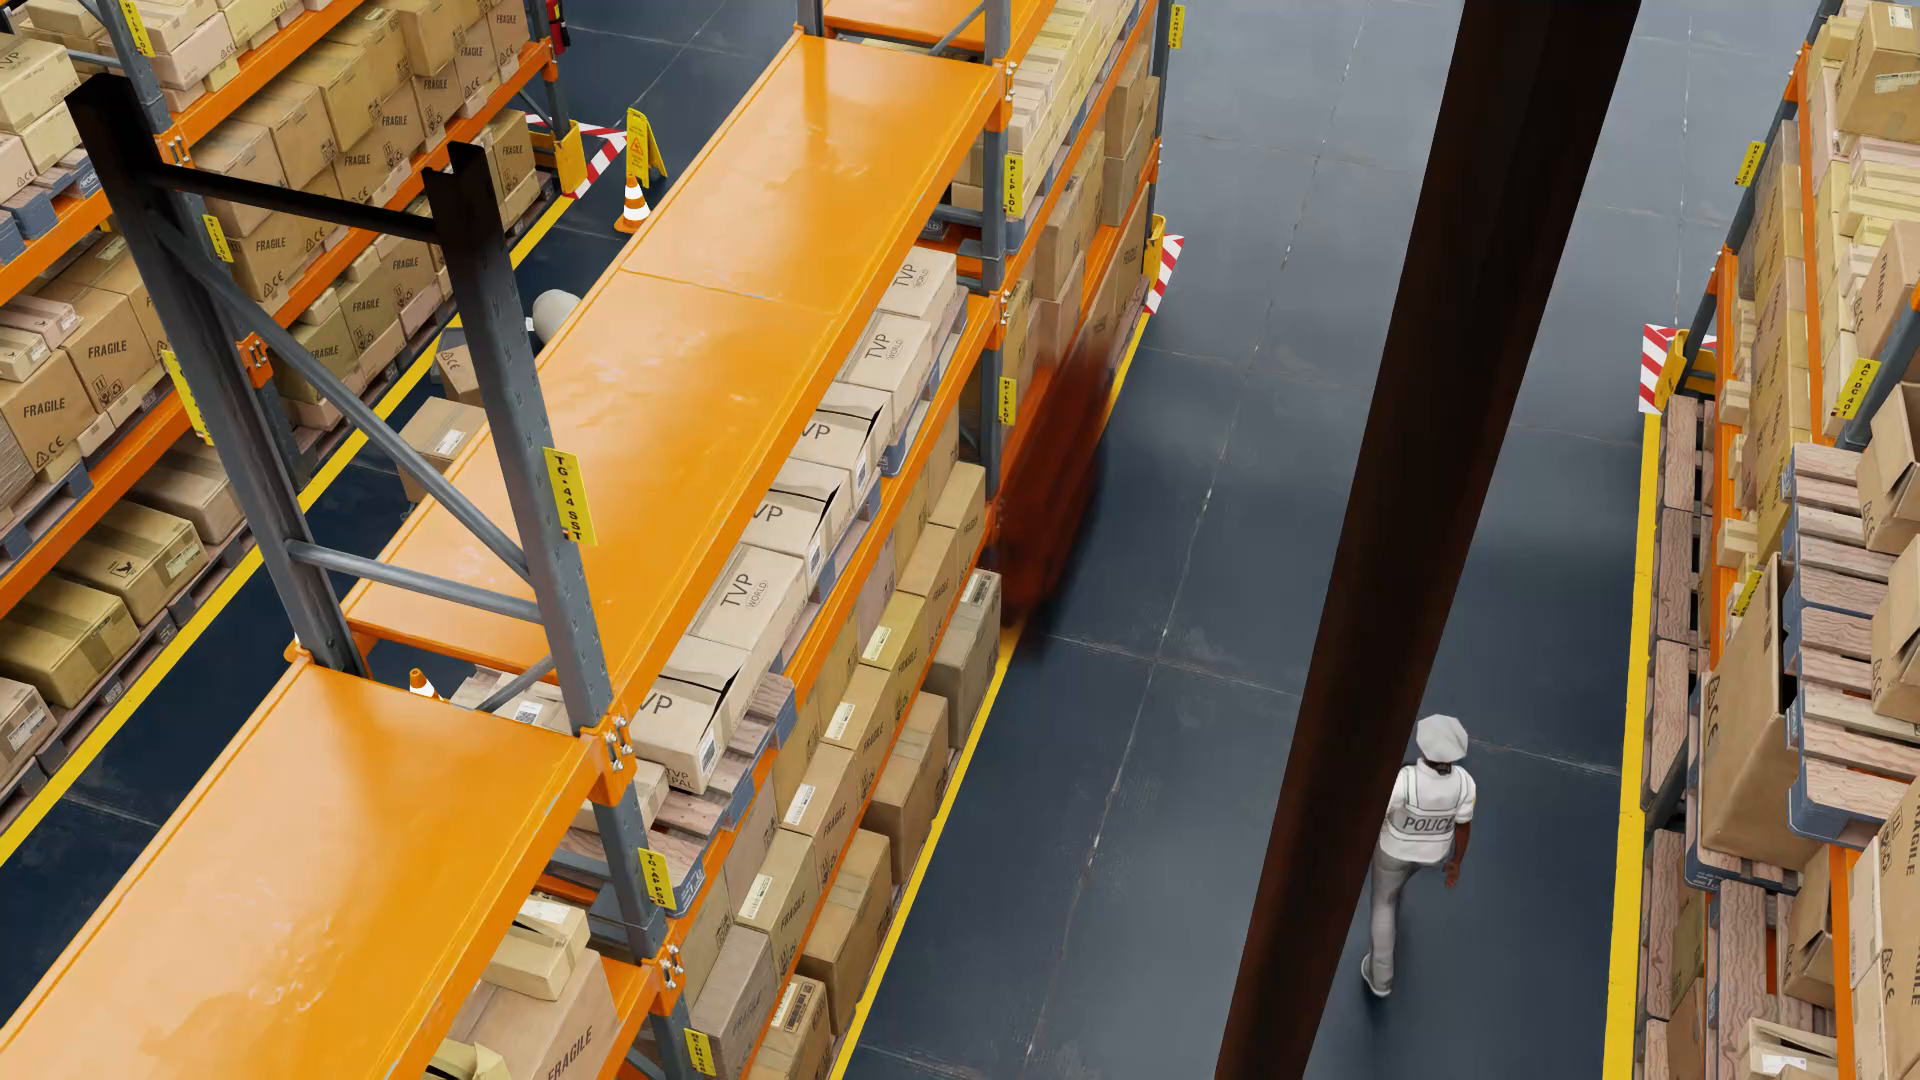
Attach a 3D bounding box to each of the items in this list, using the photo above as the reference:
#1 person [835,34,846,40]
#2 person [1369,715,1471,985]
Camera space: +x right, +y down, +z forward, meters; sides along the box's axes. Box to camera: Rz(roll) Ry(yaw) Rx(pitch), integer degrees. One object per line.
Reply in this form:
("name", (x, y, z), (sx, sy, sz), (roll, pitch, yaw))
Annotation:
("person", (-1.237, -5.055, 14.986), (0.831, 1.524, 0.577), (-34, 54, -28))
("person", (2.286, 1.556, 8.418), (0.521, 1.564, 0.841), (2, 46, 2))
